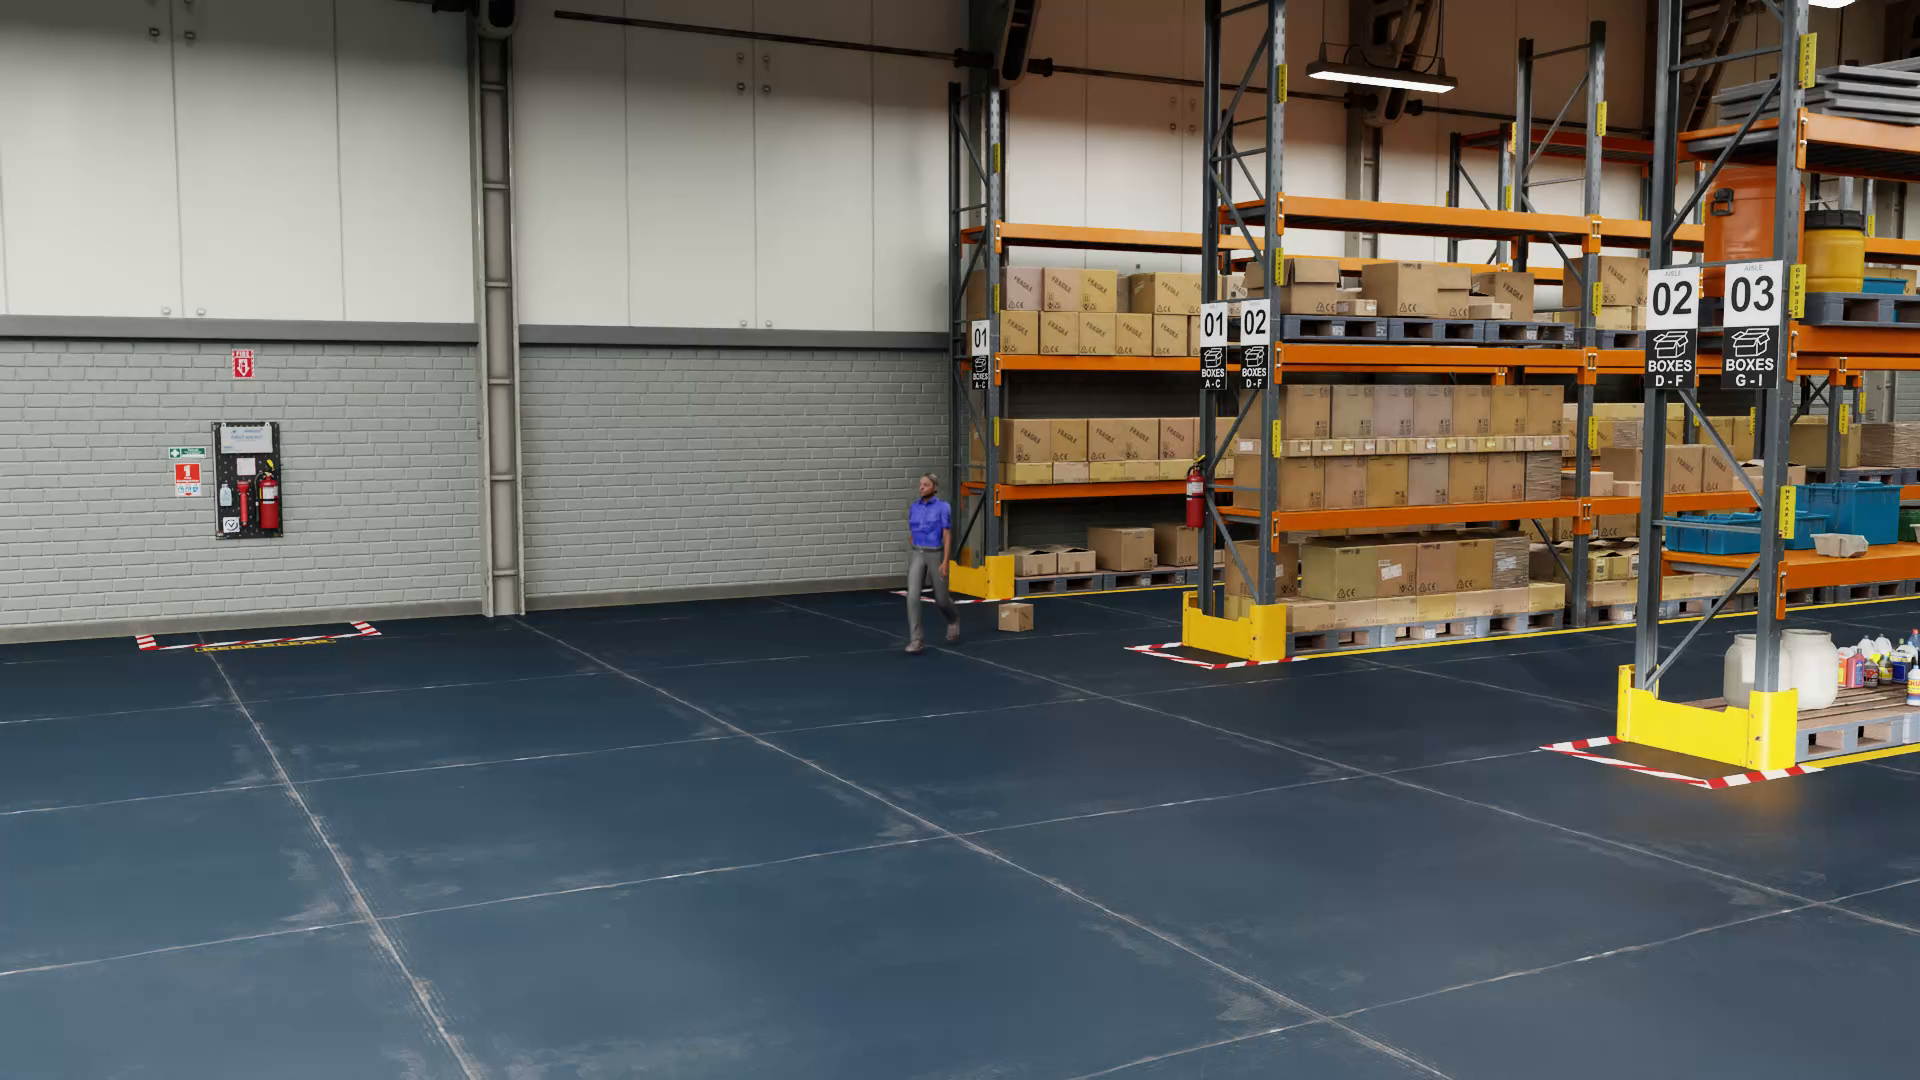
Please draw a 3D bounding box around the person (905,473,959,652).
[{"bbox_3d":[-0.274,0.185,15.321,0.438,1.614,0.840,2,5,19],"label":"person"}]
